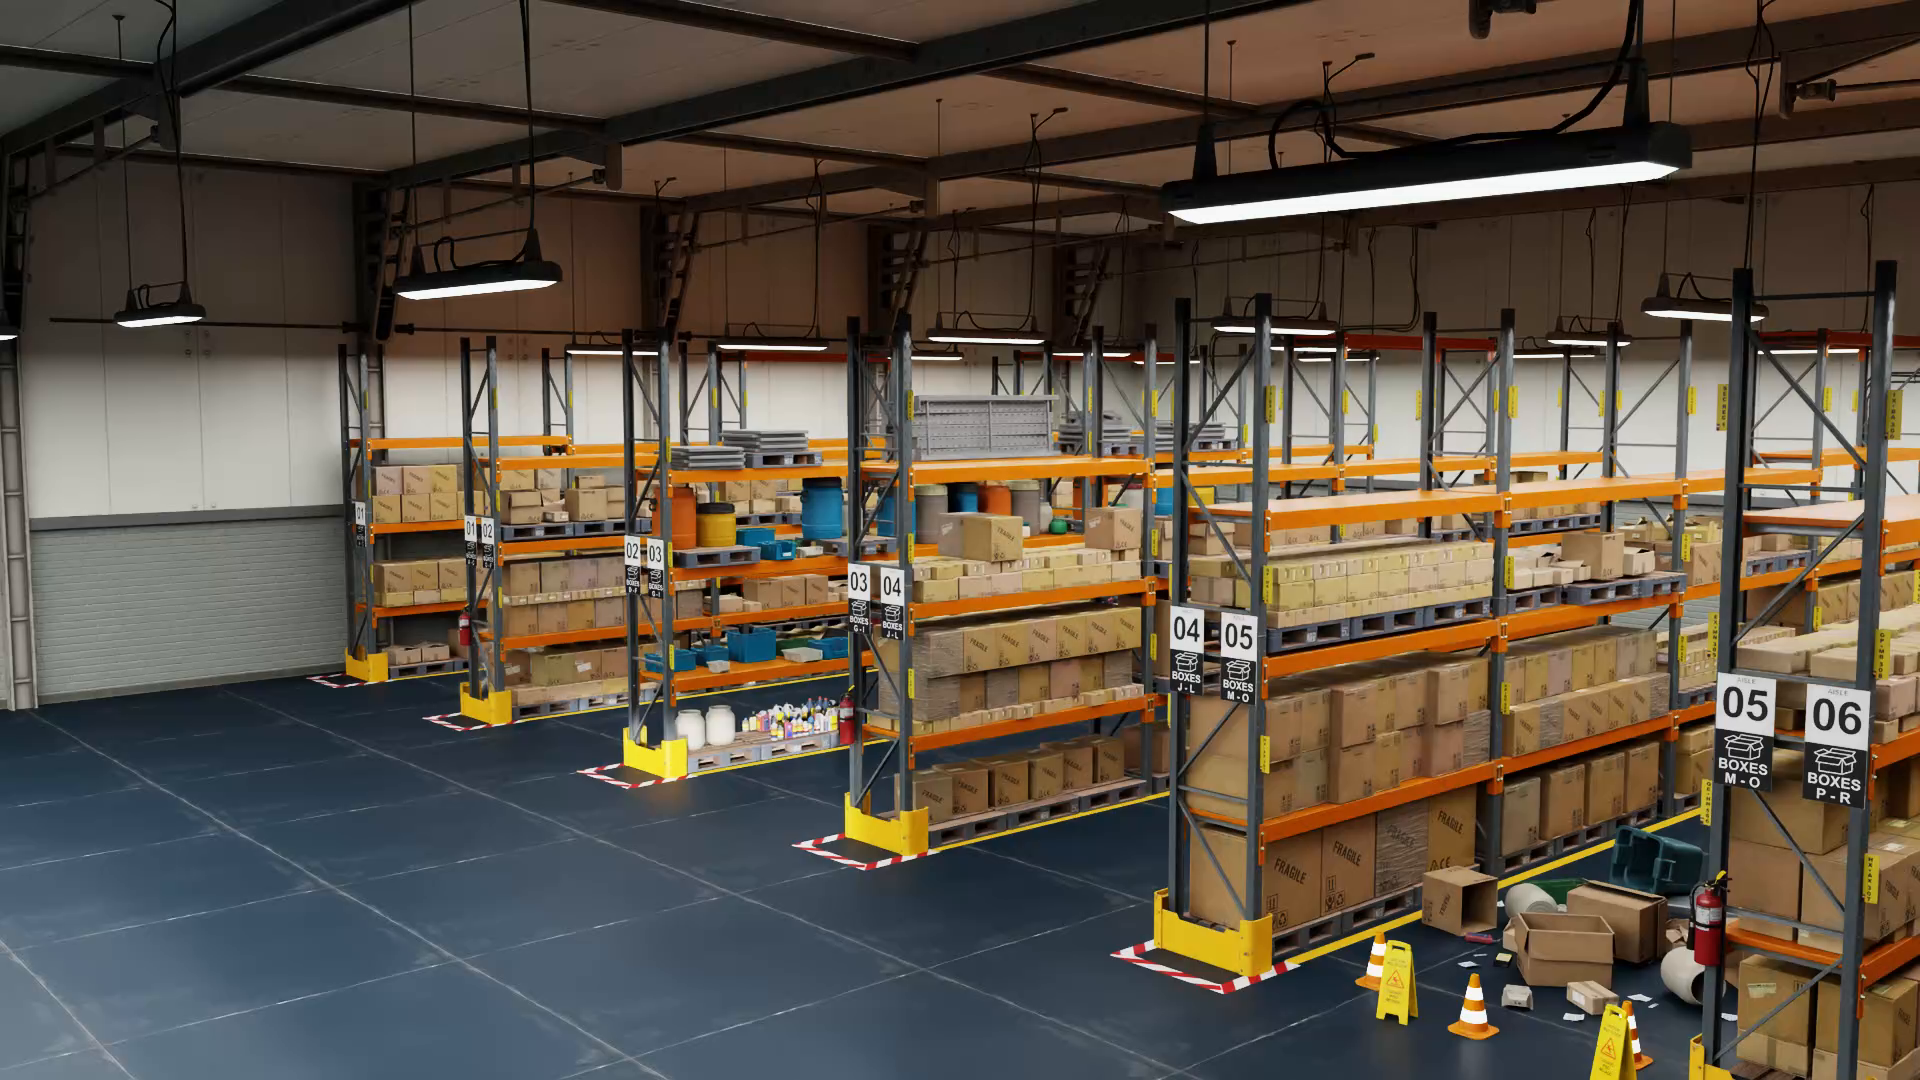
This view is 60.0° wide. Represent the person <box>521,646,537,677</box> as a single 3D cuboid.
[{"bbox_3d":[-7.582,1.678,28.938,0.725,1.779,0.522,-1,5,-9],"label":"person"}]
